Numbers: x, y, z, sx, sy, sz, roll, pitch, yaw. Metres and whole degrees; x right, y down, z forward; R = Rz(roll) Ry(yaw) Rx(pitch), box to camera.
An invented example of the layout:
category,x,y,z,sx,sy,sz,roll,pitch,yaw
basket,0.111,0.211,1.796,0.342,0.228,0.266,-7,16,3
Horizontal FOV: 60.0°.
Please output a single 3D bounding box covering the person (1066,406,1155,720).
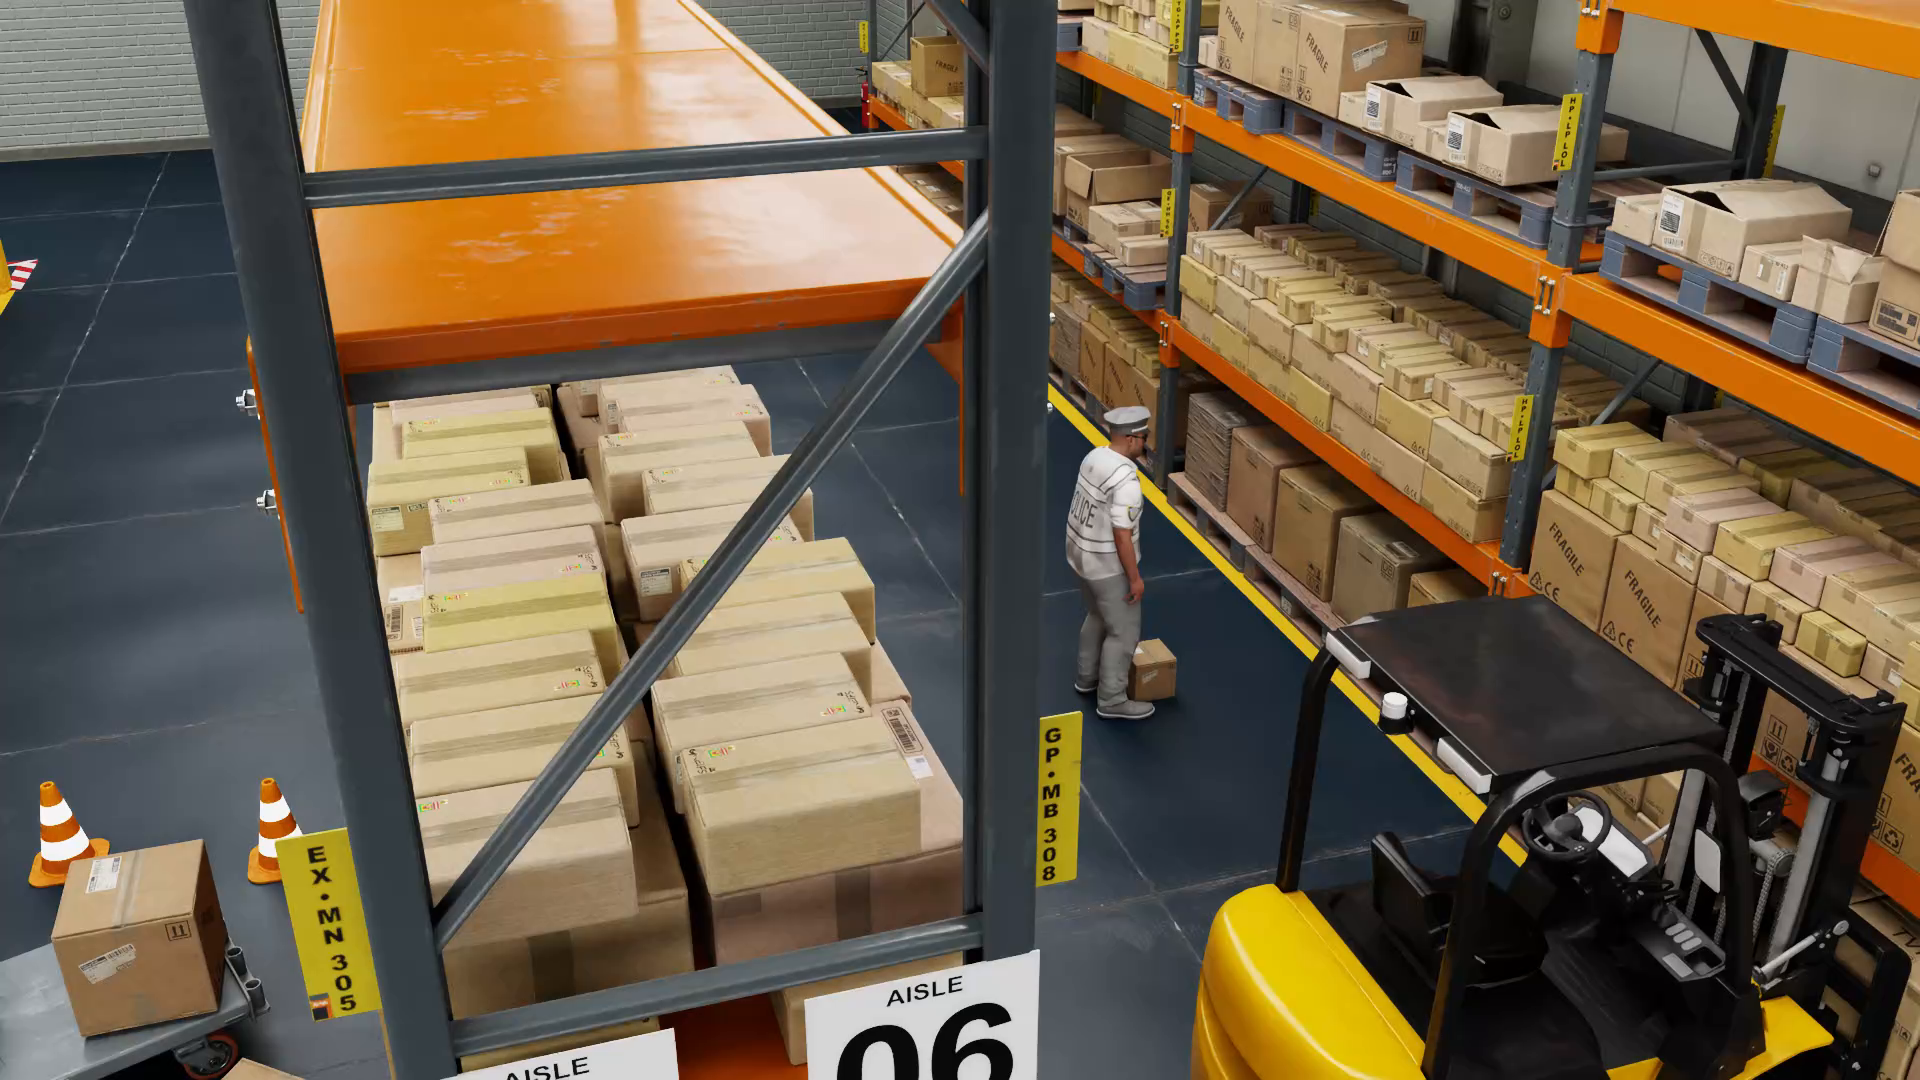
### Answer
category,x,y,z,sx,sy,sz,roll,pitch,yaw
person,0.816,0.118,9.114,0.435,1.748,0.586,-8,27,-16
